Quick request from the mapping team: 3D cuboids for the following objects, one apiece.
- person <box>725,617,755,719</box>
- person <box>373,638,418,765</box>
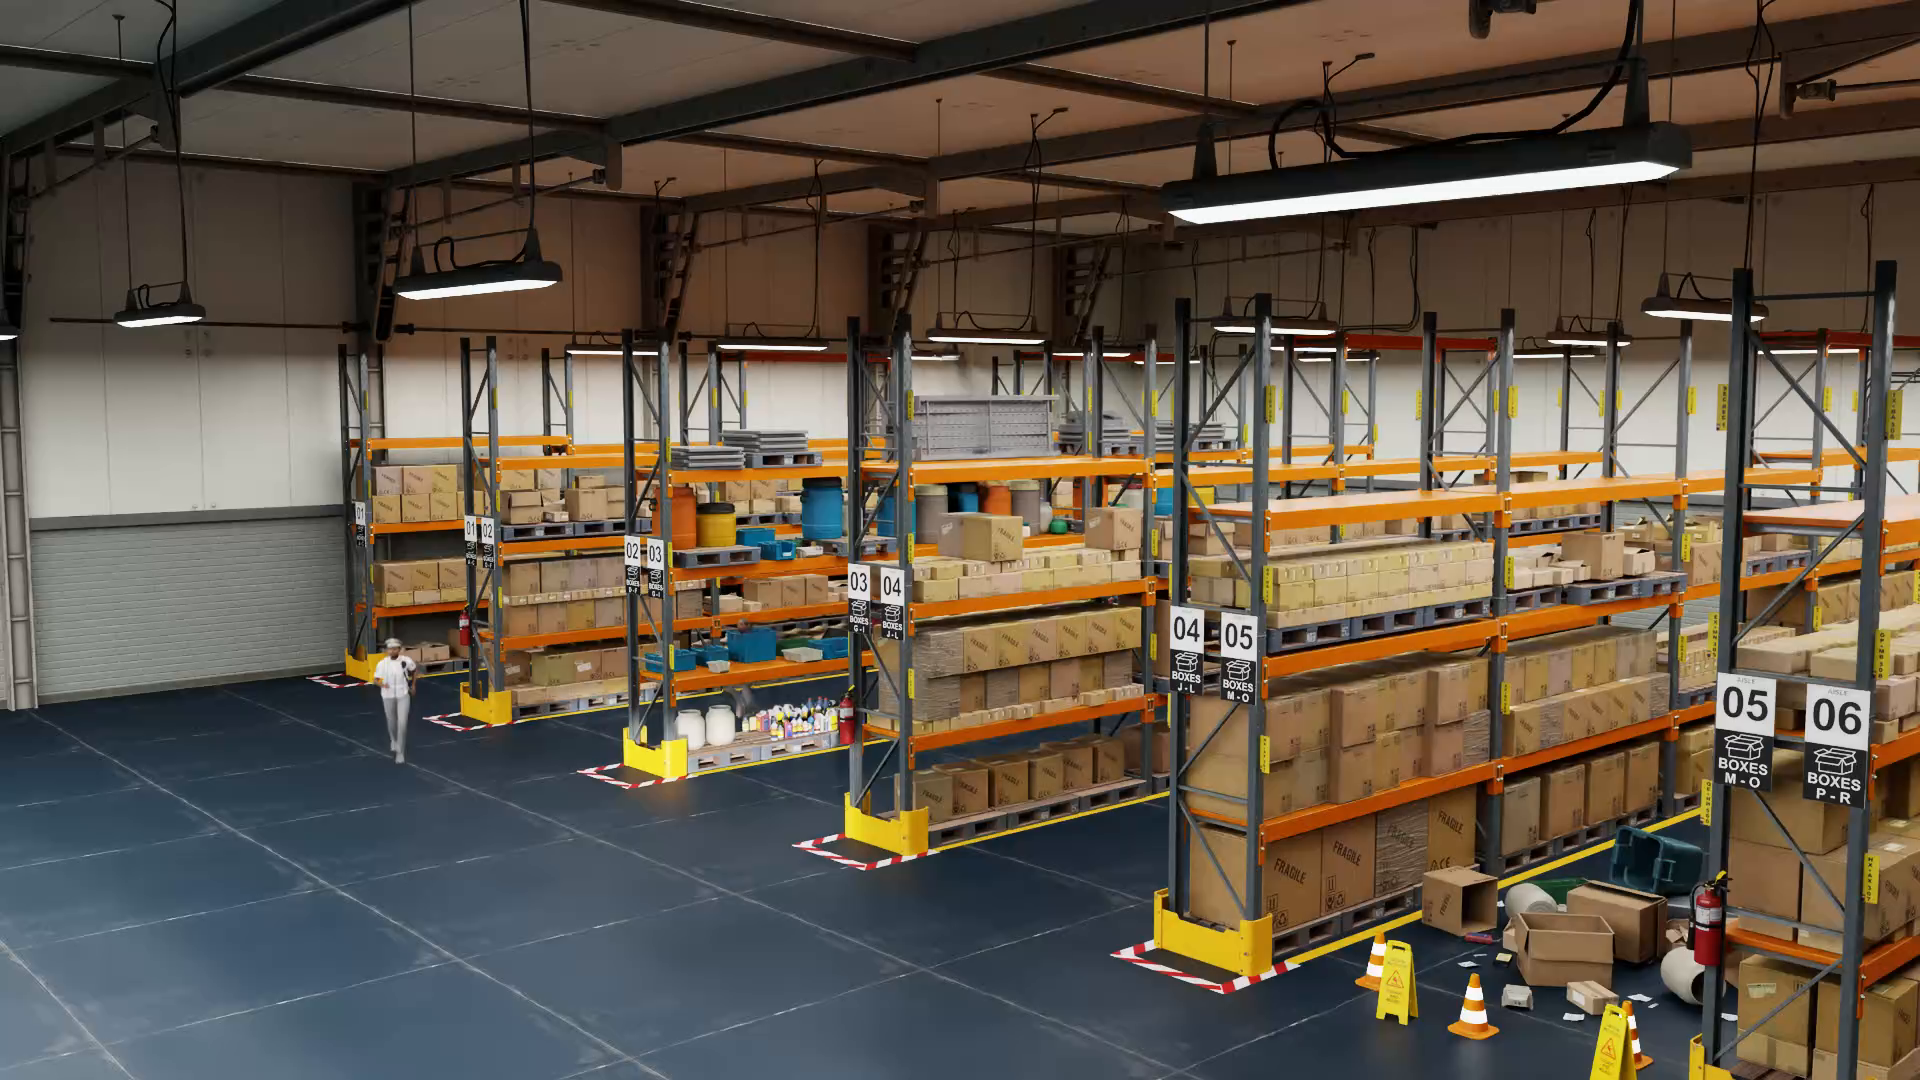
[{"bbox_3d":[-3.436,2.019,25.971,0.552,1.620,0.628,2,6,25],"label":"person"},{"bbox_3d":[-7.934,2.228,23.385,0.586,1.731,0.888,-1,5,-14],"label":"person"}]
